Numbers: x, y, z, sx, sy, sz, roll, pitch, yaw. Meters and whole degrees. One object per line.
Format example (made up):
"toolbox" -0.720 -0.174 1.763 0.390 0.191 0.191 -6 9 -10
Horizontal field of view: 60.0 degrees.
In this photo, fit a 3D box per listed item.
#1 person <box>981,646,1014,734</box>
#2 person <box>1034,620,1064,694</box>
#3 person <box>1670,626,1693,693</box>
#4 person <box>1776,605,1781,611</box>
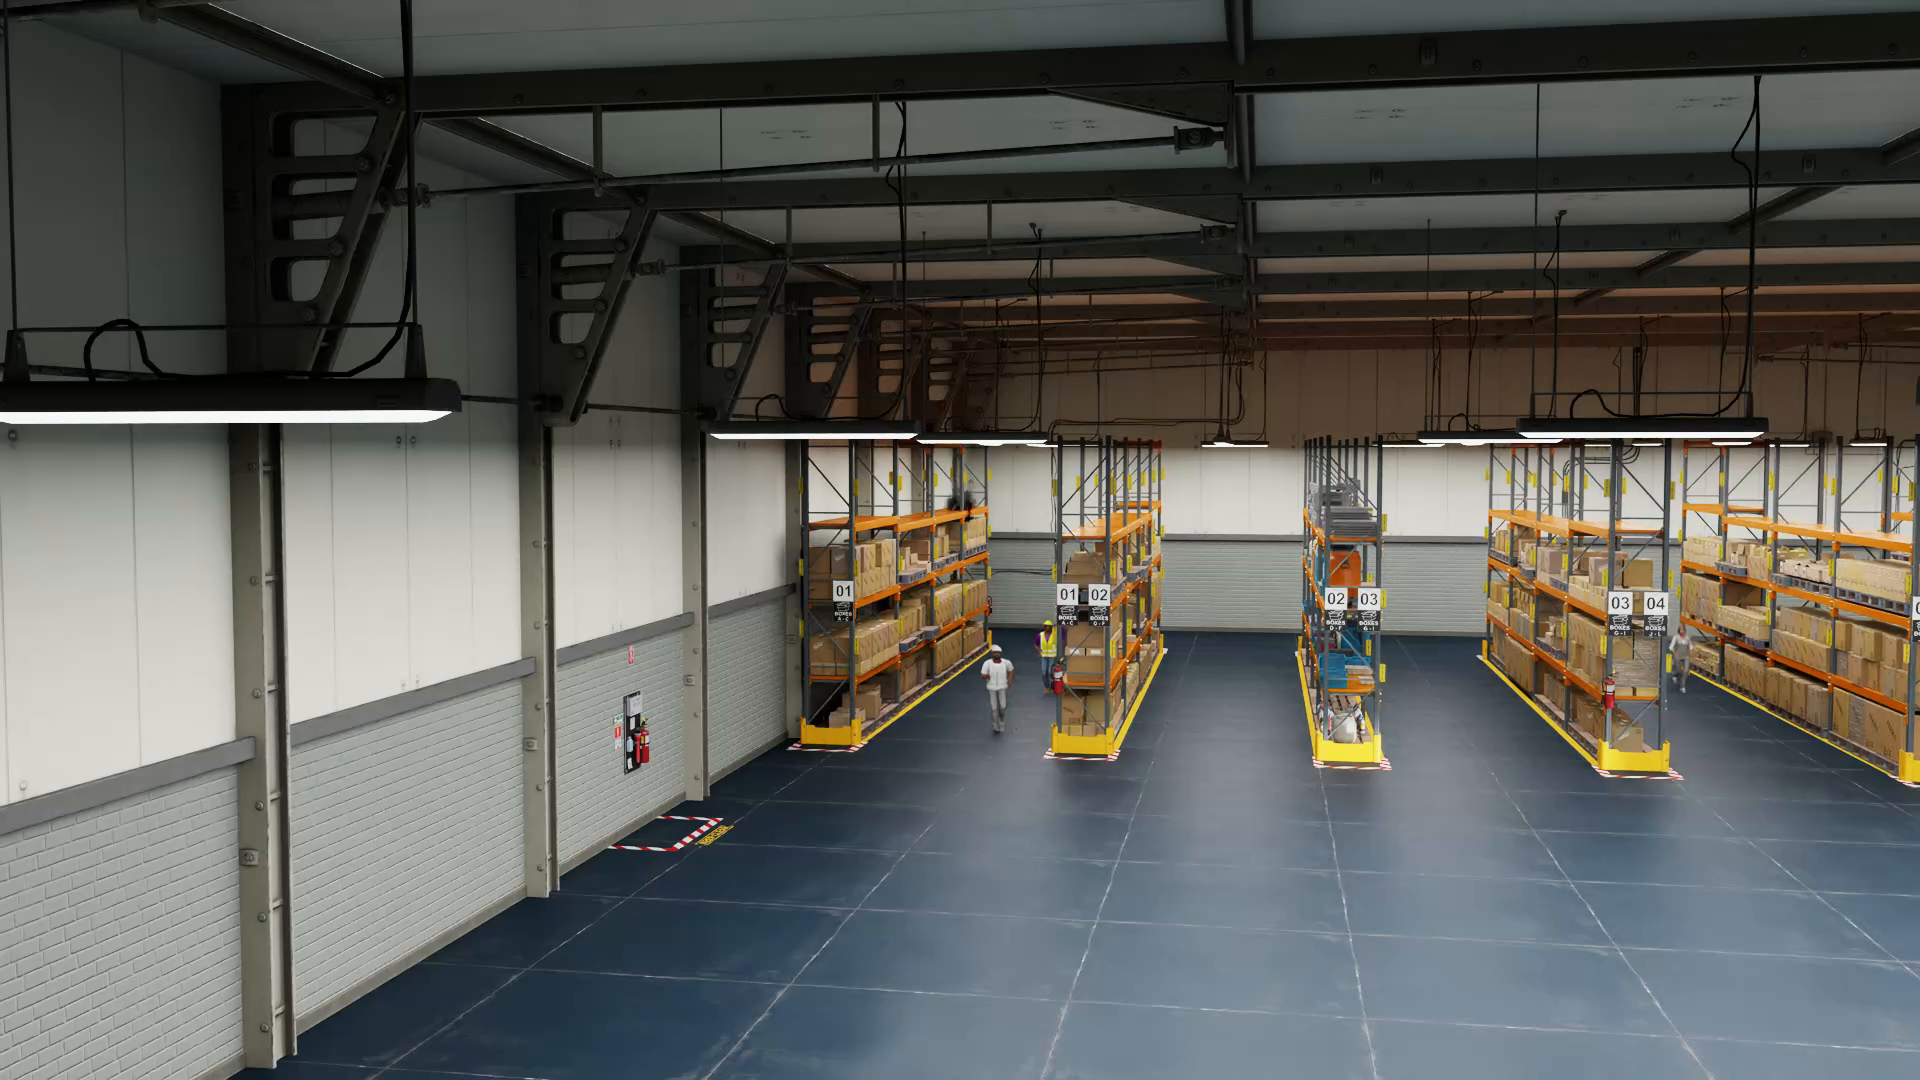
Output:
"person" 0.759 3.031 33.613 0.676 1.783 0.661 0 3 2
"person" 2.068 2.751 39.084 0.700 1.723 0.582 1 3 12
"person" 17.149 2.818 39.514 0.548 1.574 0.729 1 3 9
"person" 21.188 2.546 43.102 0.688 1.691 0.830 0 3 9
